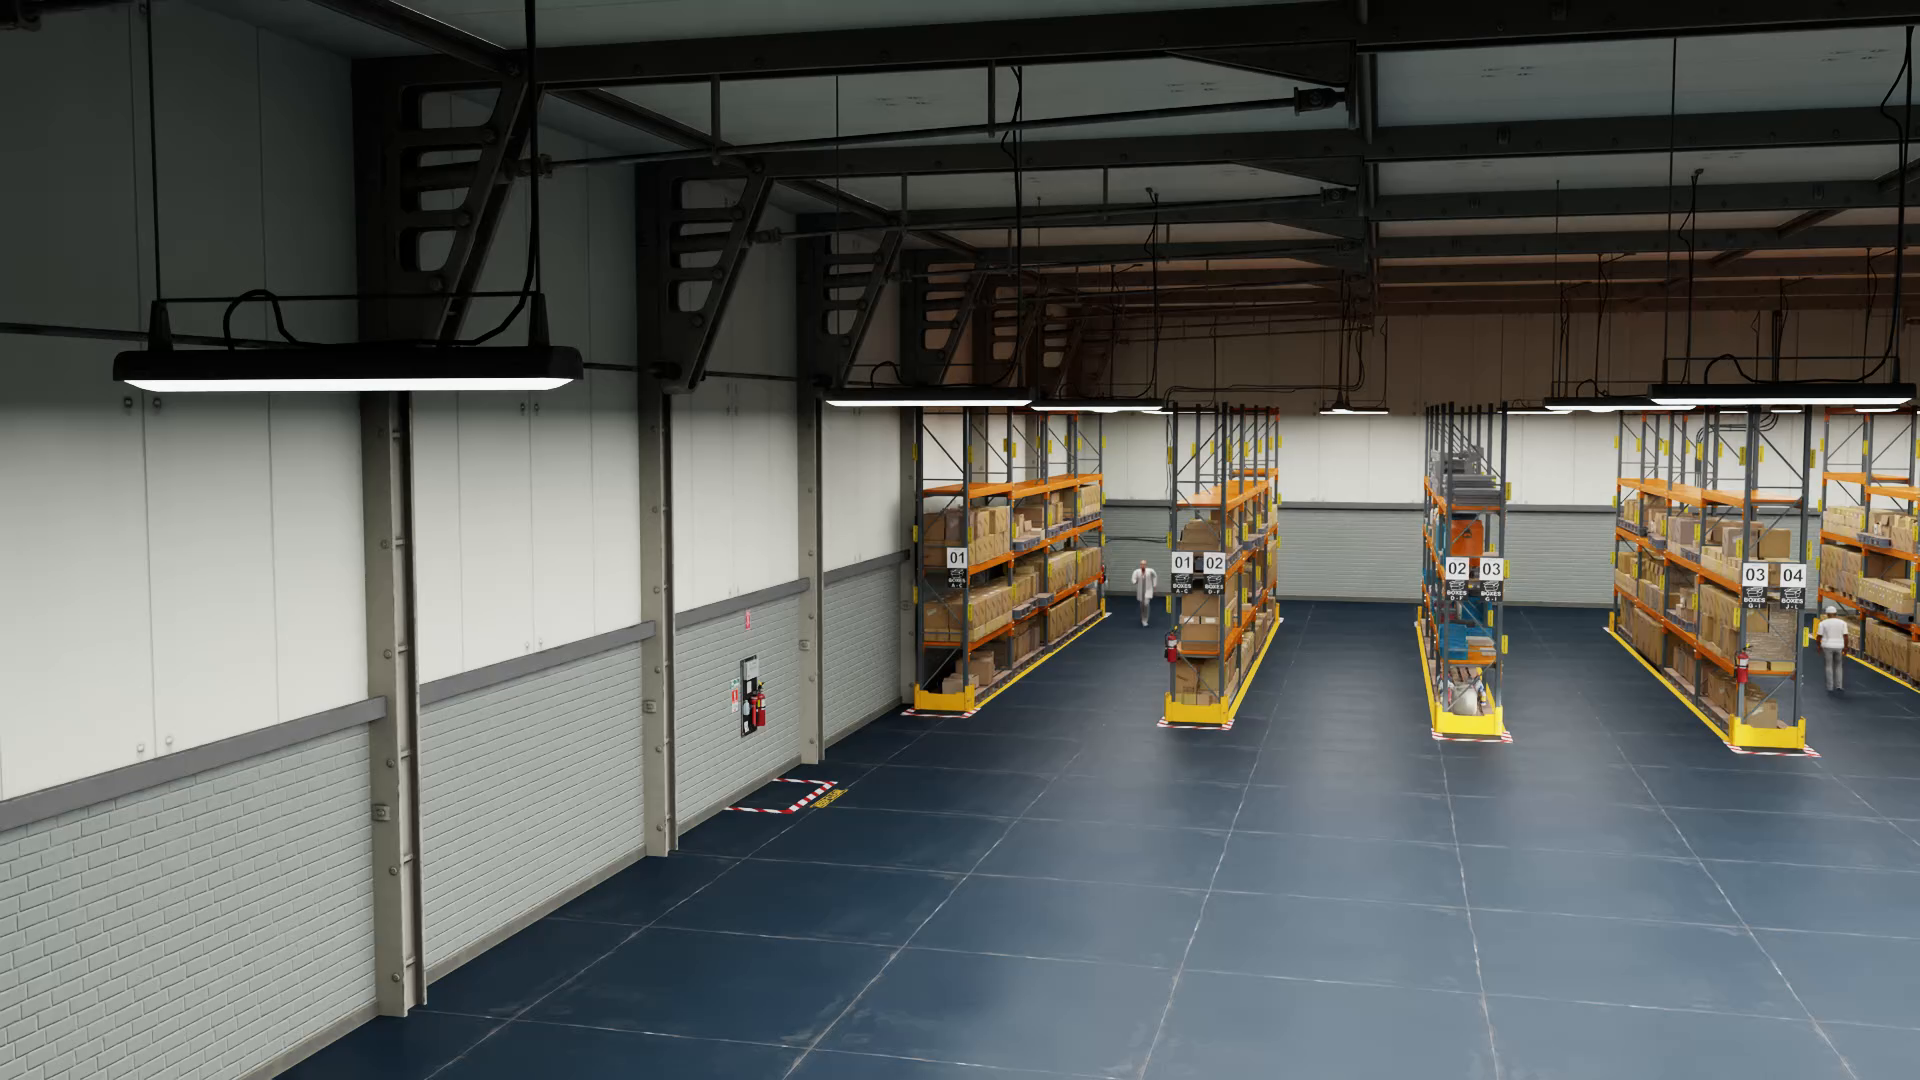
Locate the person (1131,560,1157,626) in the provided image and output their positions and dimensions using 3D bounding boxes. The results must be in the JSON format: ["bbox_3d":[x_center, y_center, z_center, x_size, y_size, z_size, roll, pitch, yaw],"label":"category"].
[{"bbox_3d":[5.065,1.461,45.829,0.659,1.805,1.111,1,4,15],"label":"person"}]

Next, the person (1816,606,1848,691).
[{"bbox_3d":[18.238,2.291,34.806,0.582,1.830,0.451,1,4,16],"label":"person"}]

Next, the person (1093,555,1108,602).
[{"bbox_3d":[4.067,1.261,49.026,0.536,1.651,0.515,1,4,16],"label":"person"}]
